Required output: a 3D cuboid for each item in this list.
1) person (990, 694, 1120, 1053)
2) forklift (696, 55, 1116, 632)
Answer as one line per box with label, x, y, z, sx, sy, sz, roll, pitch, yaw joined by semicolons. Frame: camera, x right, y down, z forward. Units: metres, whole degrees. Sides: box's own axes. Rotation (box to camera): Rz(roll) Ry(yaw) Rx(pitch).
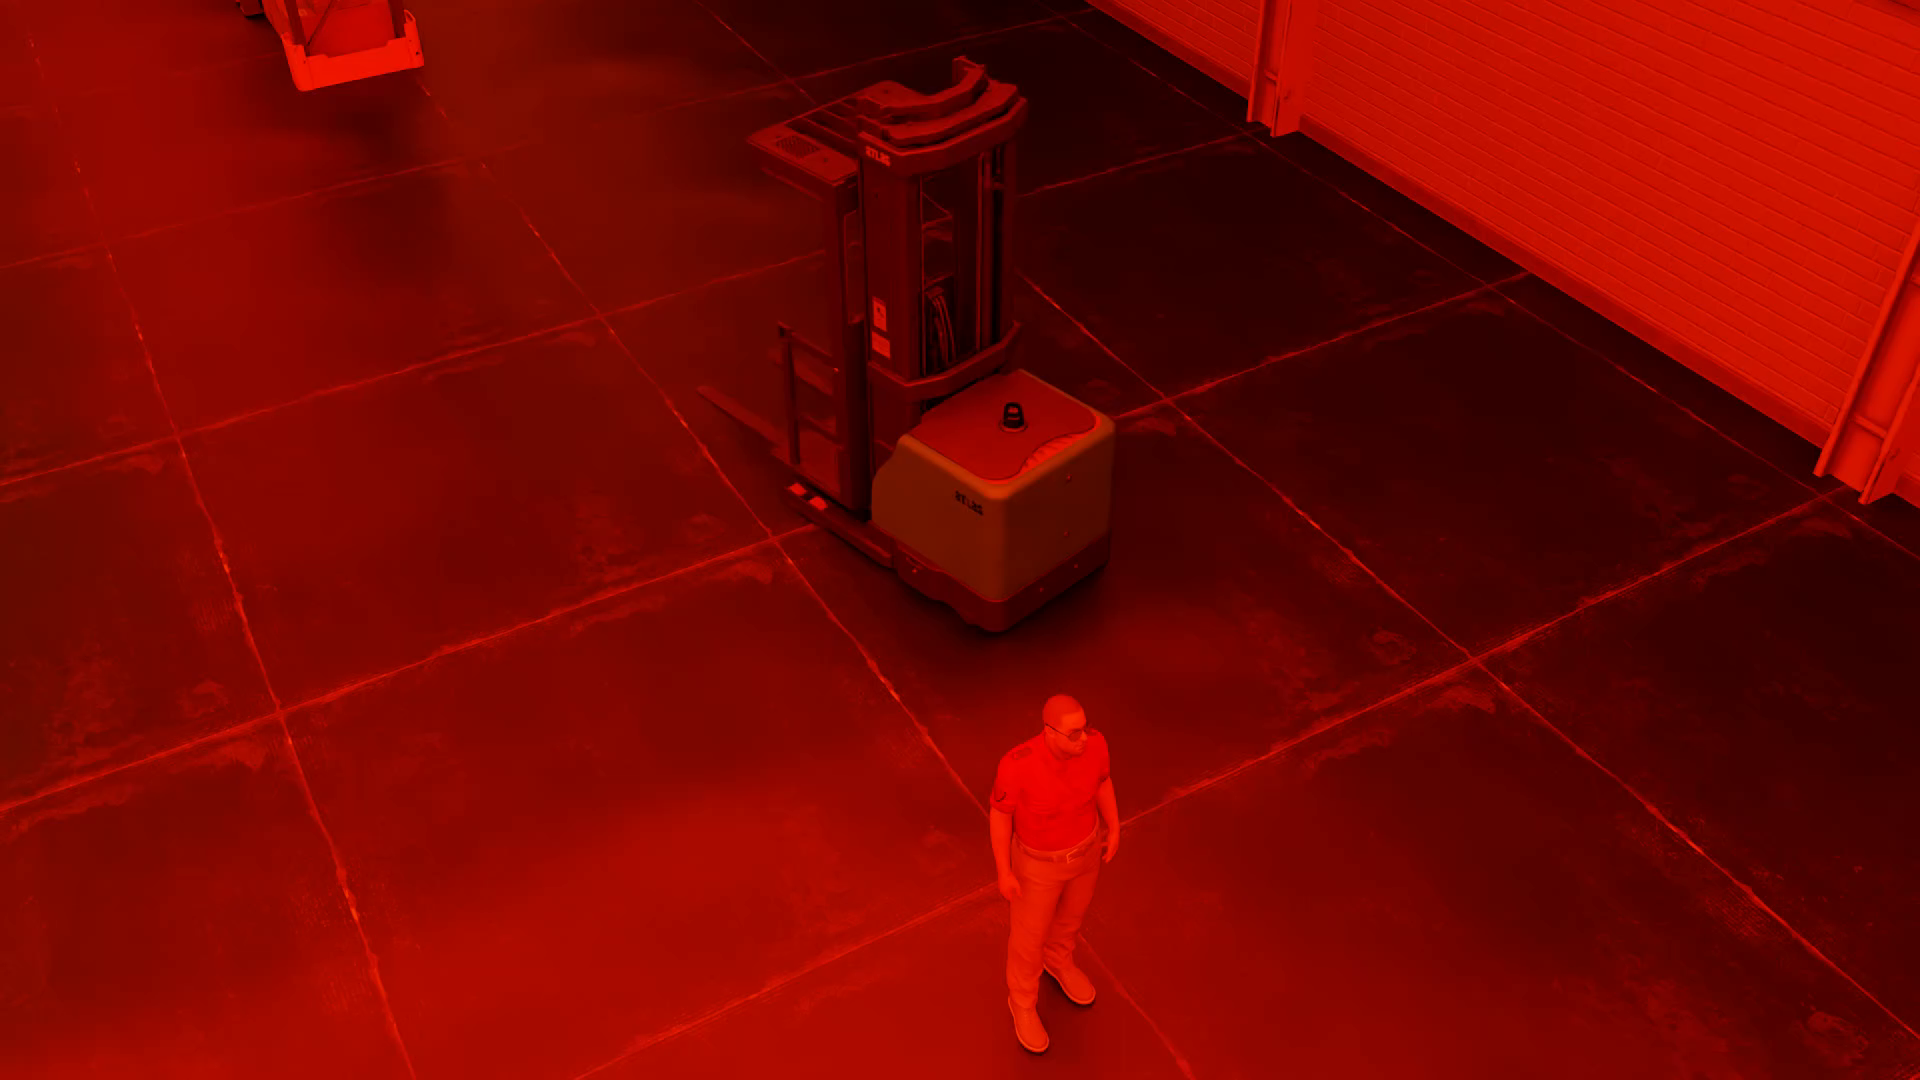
person;0.462;1.424;7.249;0.641;1.728;0.550;-20;44;-23
forklift;-0.484;-1.436;9.768;1.130;2.935;3.031;-32;49;-33
